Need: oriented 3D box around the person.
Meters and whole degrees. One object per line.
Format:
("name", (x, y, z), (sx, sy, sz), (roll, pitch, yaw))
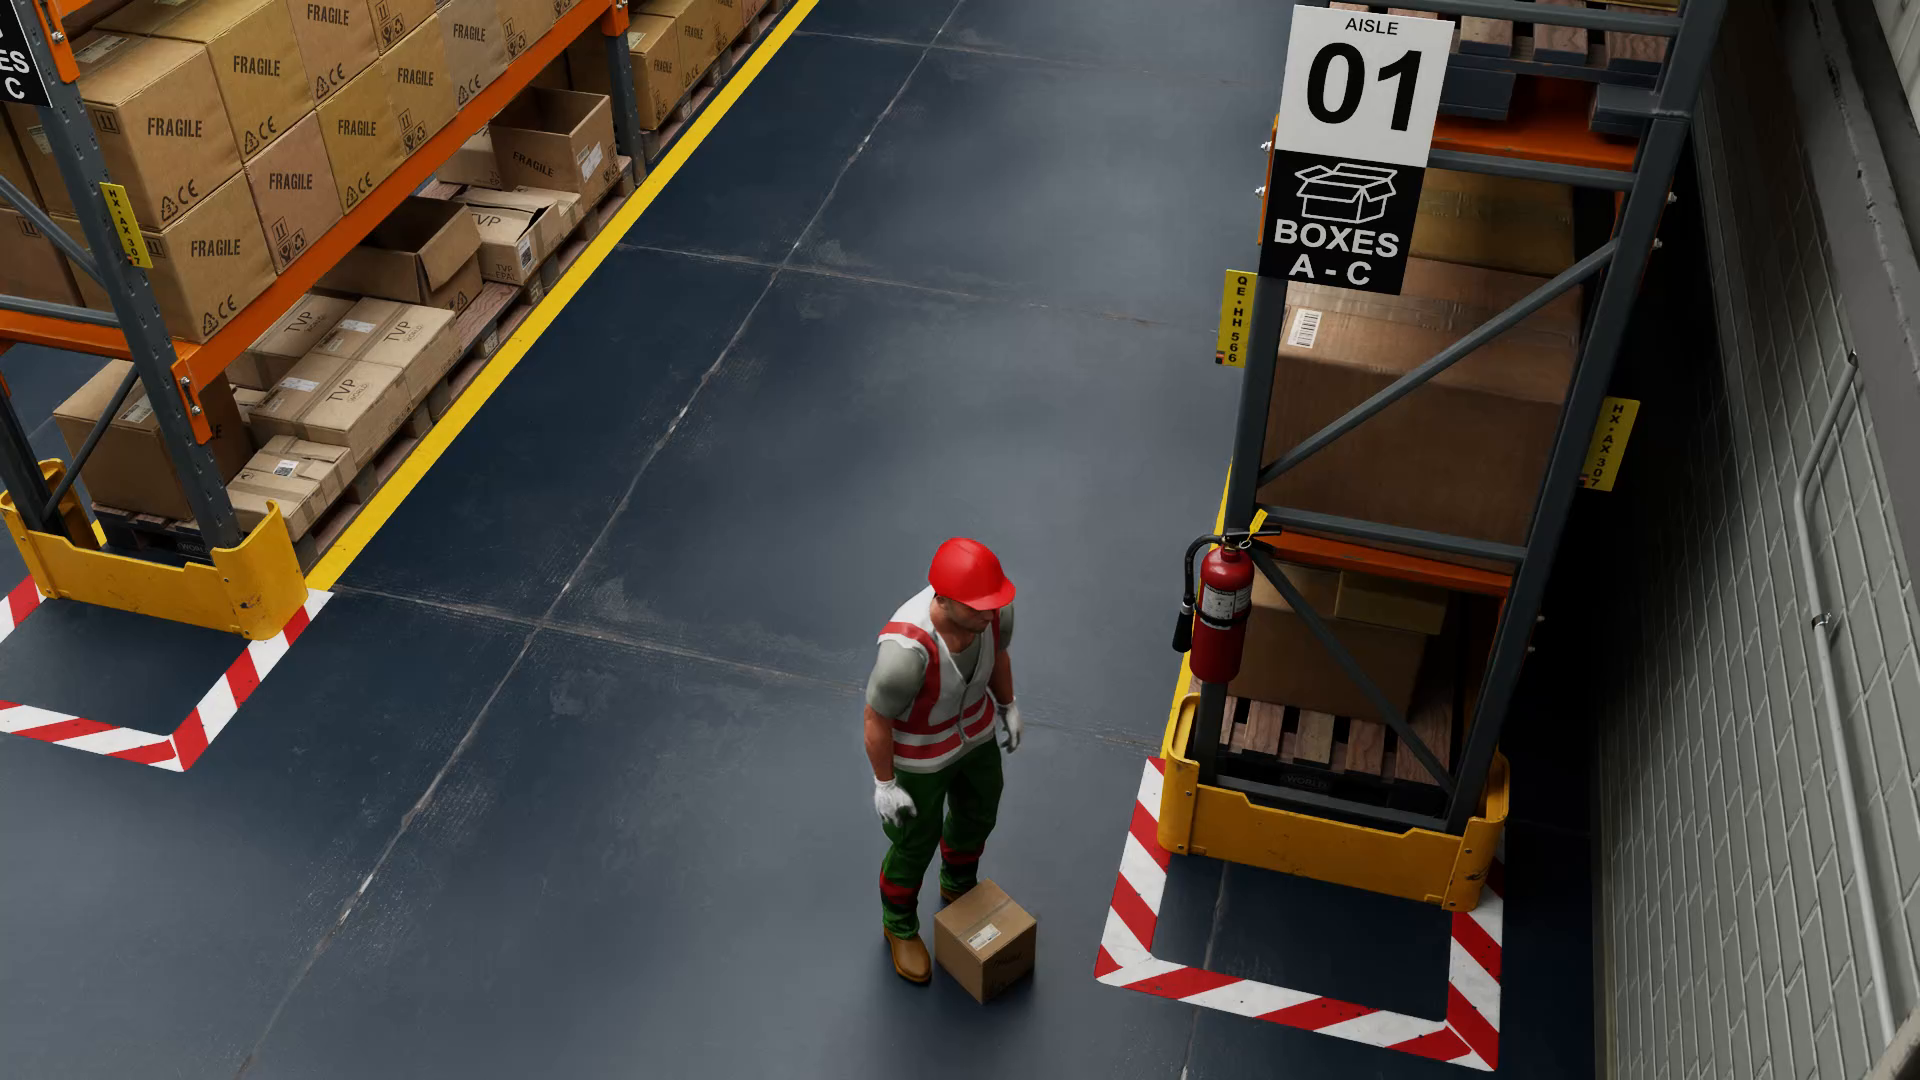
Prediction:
("person", (-0.037, 0.674, 5.361), (0.618, 1.779, 0.451), (-29, 49, -30))
